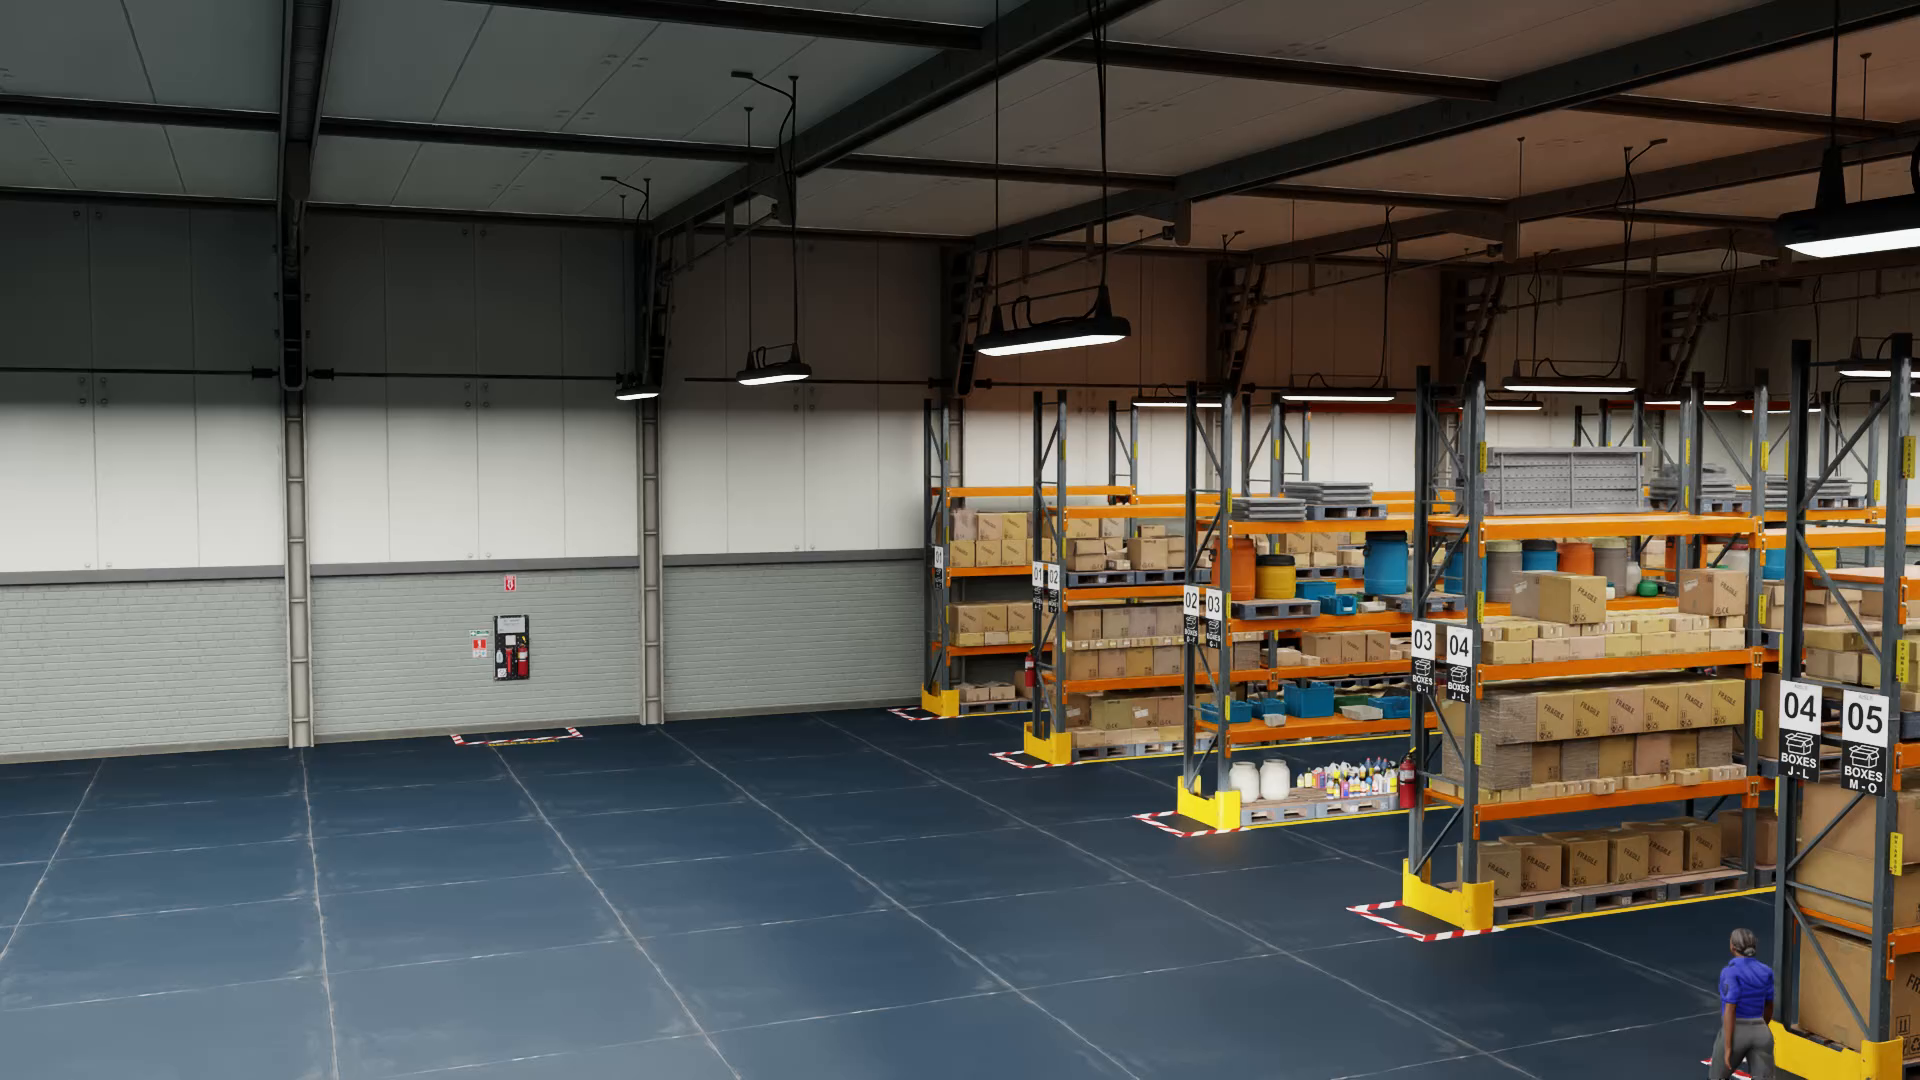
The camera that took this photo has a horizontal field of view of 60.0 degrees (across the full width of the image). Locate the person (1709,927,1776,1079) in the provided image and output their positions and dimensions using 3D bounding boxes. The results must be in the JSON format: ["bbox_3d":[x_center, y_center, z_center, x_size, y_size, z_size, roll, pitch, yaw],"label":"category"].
[{"bbox_3d":[5.740,3.623,12.178,0.462,1.582,1.002,0,3,-2],"label":"person"}]
